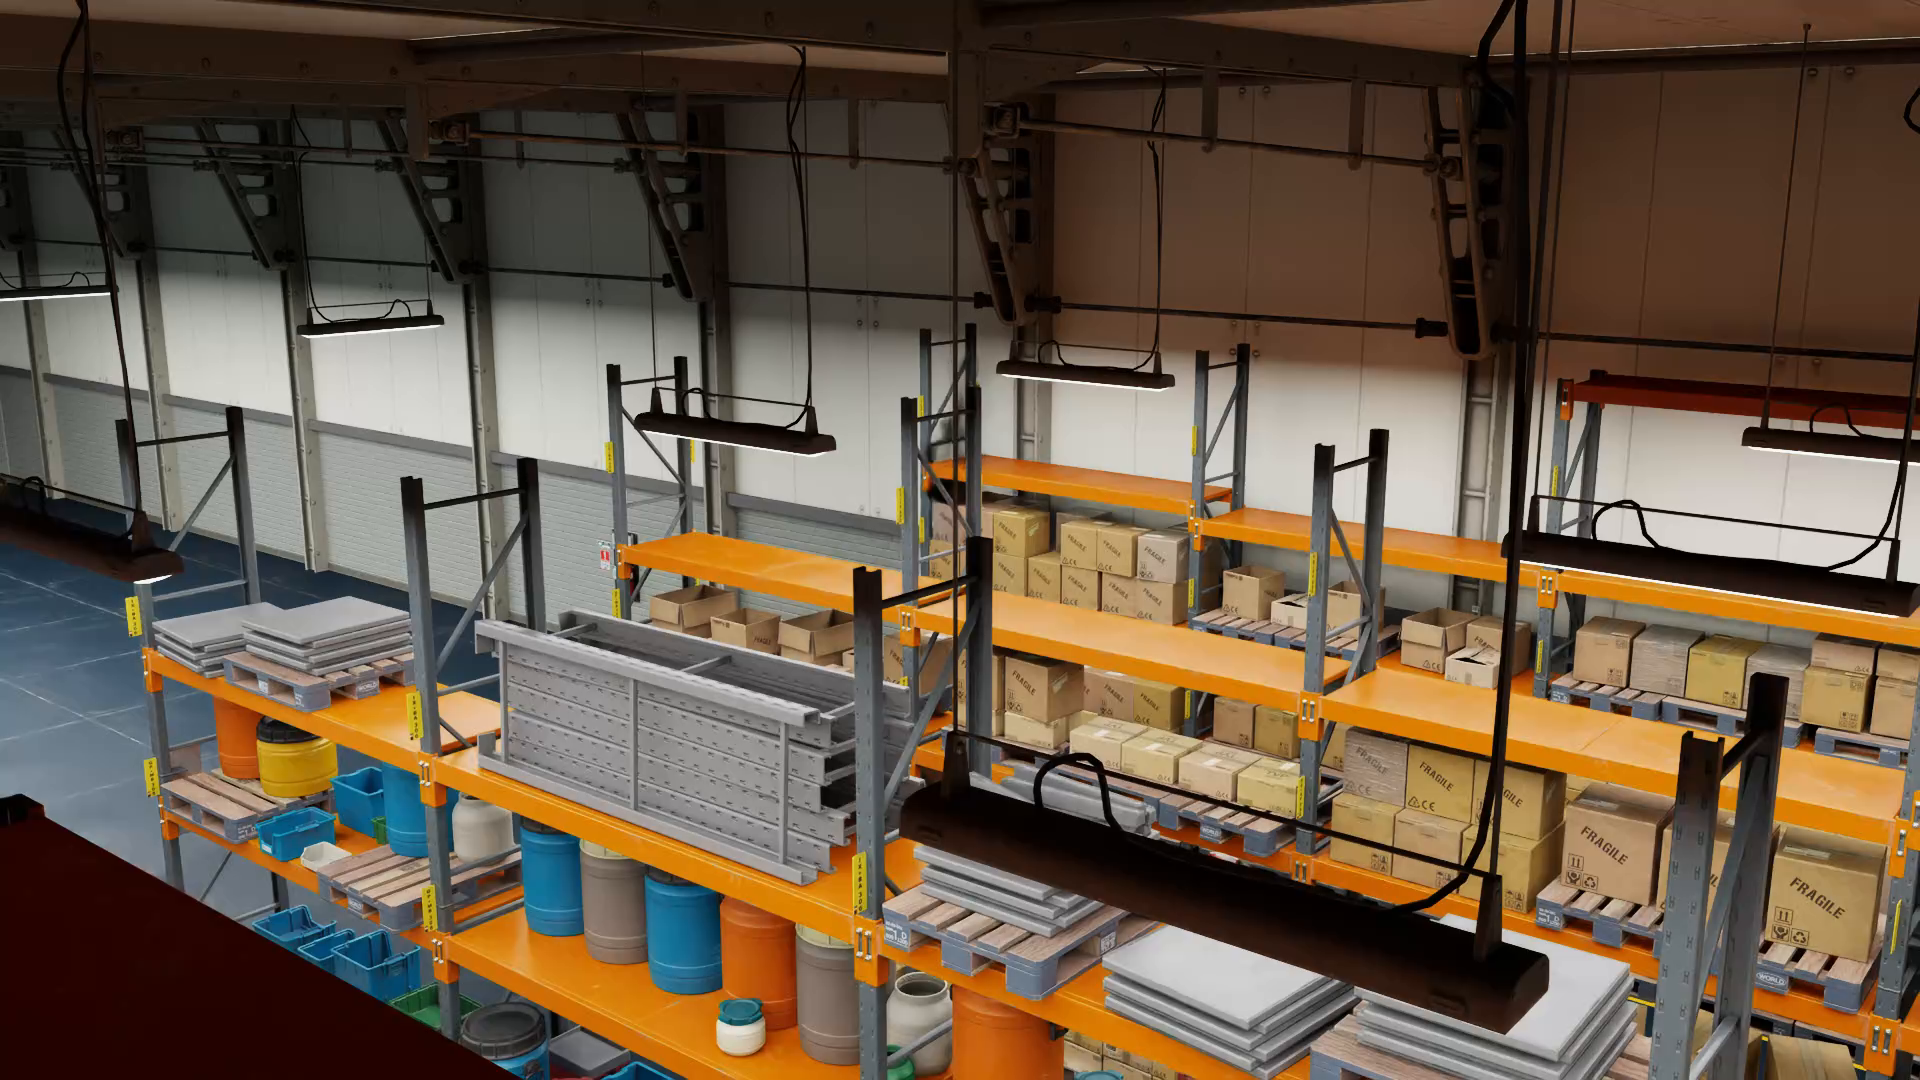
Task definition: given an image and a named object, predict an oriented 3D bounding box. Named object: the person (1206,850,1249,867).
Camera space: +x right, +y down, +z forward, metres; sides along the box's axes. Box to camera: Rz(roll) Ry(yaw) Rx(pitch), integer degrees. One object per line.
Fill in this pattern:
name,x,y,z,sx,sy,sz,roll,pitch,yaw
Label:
person,2.541,3.605,16.335,0.845,1.774,0.655,10,16,38
